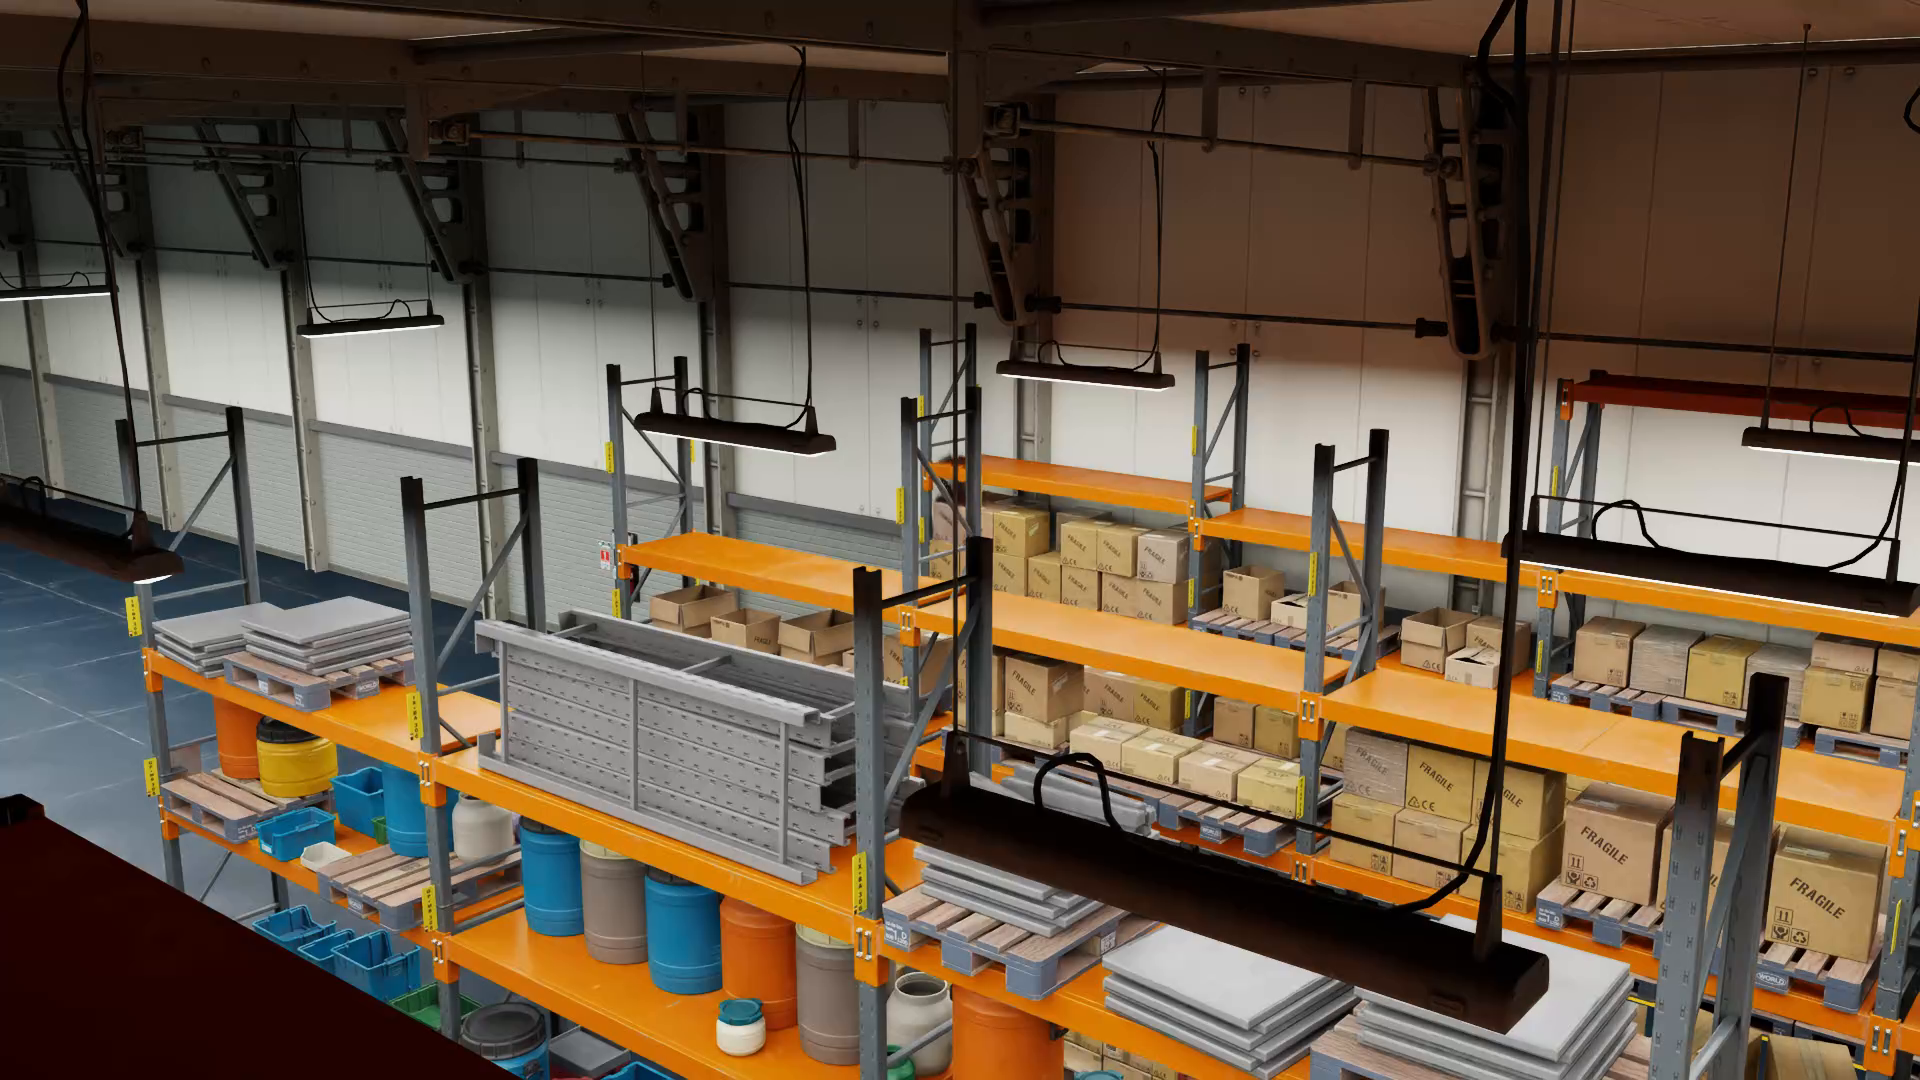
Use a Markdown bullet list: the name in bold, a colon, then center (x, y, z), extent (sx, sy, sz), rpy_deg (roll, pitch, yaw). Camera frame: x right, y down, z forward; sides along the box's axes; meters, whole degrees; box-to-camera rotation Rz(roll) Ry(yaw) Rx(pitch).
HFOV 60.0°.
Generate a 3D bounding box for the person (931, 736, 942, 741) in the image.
- **person**: center (-0.240, 2.969, 19.047), extent (0.598, 1.792, 0.425), rpy_deg (11, 17, 40)

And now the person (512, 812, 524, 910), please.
- **person**: center (-4.600, 3.333, 17.799), extent (0.382, 1.641, 0.497), rpy_deg (11, 17, 40)
